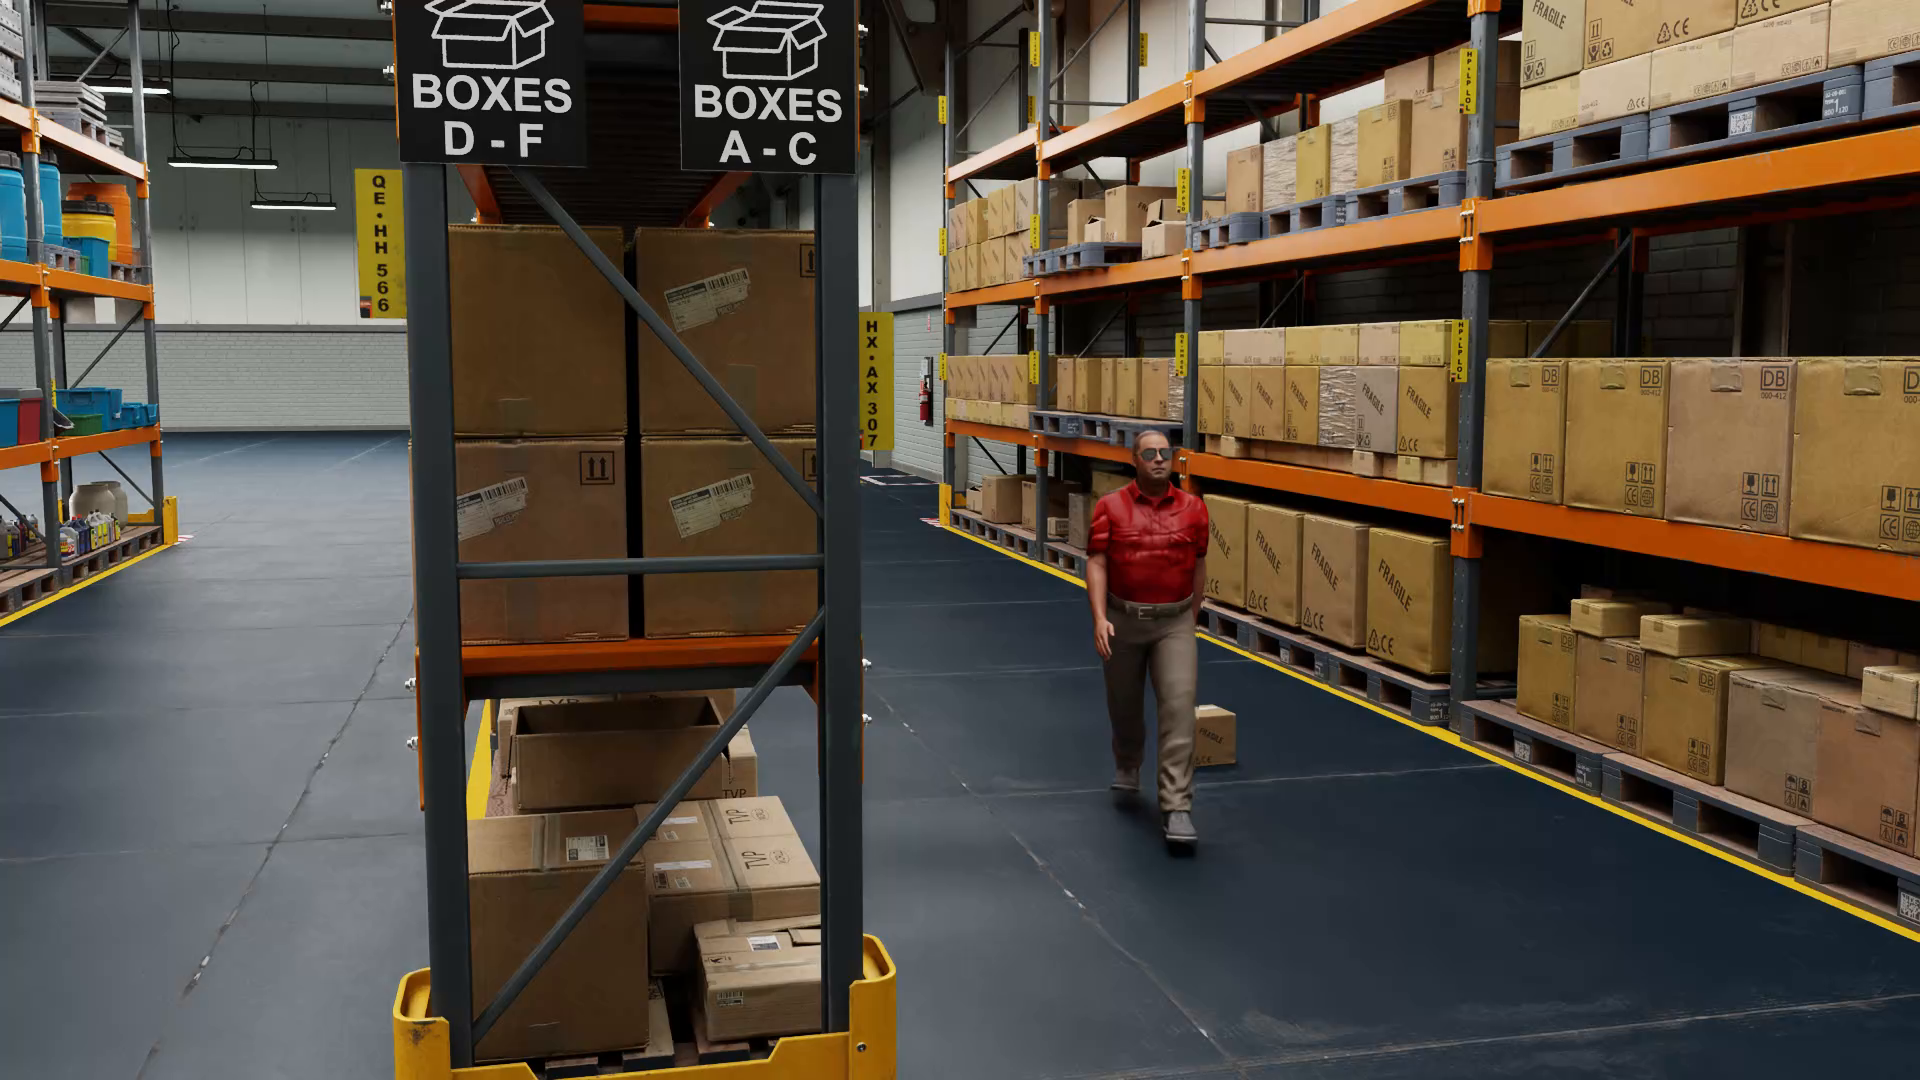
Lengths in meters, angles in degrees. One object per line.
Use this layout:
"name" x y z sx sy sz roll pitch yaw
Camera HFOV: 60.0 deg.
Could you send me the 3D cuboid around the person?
"person" 0.800 0.368 7.099 0.529 1.668 1.060 0 6 4
